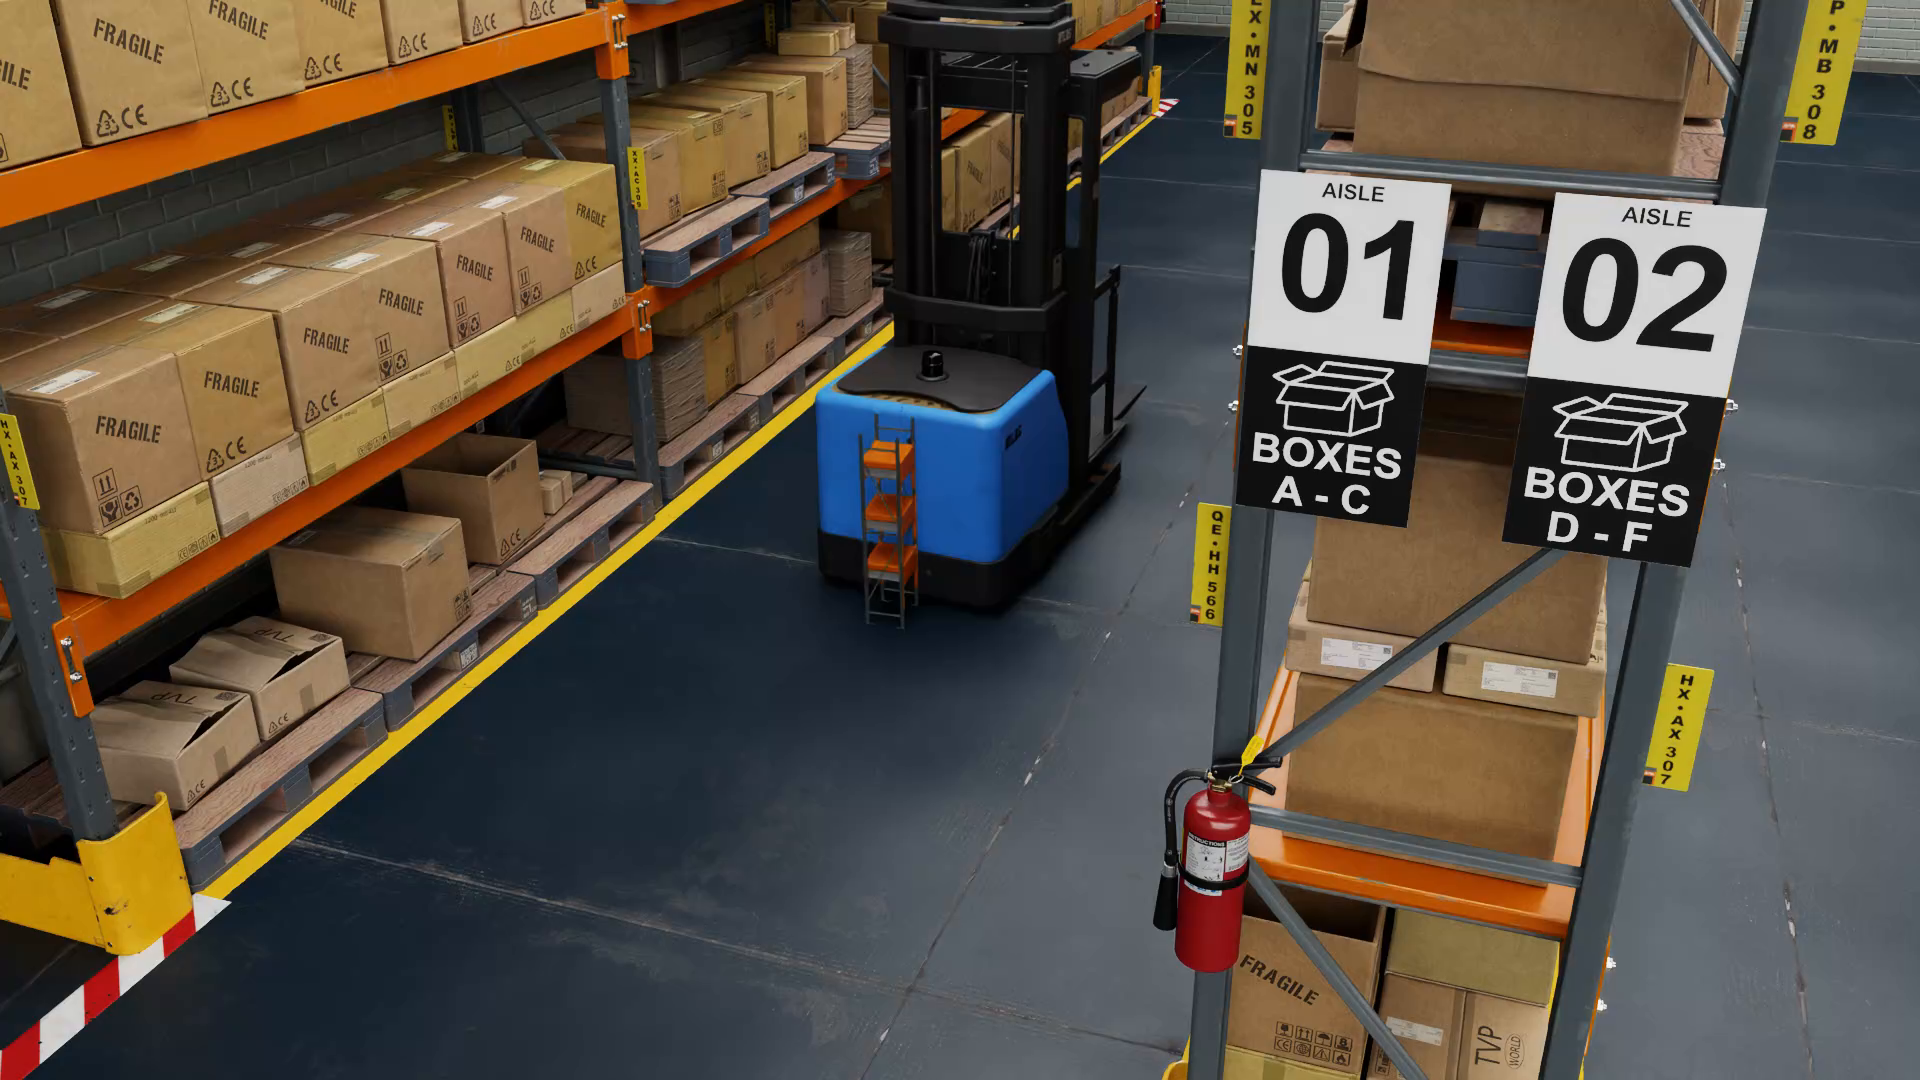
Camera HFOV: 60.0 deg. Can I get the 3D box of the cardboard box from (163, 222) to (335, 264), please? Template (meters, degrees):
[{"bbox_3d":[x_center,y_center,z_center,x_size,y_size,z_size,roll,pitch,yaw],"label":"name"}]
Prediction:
[{"bbox_3d":[-3.074,-1.070,7.307,0.500,0.500,0.500,9,27,18],"label":"cardboard box"}]

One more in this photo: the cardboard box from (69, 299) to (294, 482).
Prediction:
[{"bbox_3d":[-2.926,-0.574,6.283,0.500,0.500,0.500,9,27,18],"label":"cardboard box"}]

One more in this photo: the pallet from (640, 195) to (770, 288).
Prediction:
[{"bbox_3d":[-1.820,-1.791,9.728,1.003,0.211,1.213,9,27,17],"label":"pallet"}]

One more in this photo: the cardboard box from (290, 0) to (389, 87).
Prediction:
[{"bbox_3d":[-2.656,-2.099,6.563,0.500,0.500,0.500,10,28,21],"label":"cardboard box"}]

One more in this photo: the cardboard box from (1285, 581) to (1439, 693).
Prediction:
[{"bbox_3d":[1.078,0.254,4.424,0.380,0.149,0.250,8,27,17],"label":"cardboard box"}]

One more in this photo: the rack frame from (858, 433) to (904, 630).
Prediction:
[{"bbox_3d":[-0.380,-0.029,8.104,0.200,1.050,0.008,7,29,14],"label":"rack frame"}]

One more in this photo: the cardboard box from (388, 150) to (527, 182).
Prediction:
[{"bbox_3d":[-2.565,-1.701,8.610,0.500,0.500,0.500,8,27,16],"label":"cardboard box"}]

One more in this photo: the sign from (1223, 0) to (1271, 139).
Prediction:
[{"bbox_3d":[0.623,-1.022,3.551,0.100,0.325,0.005,9,27,17],"label":"sign"}]

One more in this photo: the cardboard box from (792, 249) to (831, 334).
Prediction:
[{"bbox_3d":[-1.352,-1.803,11.896,0.700,0.500,0.500,9,27,17],"label":"cardboard box"}]

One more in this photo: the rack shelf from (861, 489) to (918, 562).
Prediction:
[{"bbox_3d":[-0.348,-0.075,8.213,0.215,0.259,0.240,7,29,14],"label":"rack shelf"}]

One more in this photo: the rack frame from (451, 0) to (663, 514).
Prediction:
[{"bbox_3d":[-2.211,-1.585,9.081,1.000,3.000,0.127,9,27,17],"label":"rack frame"}]

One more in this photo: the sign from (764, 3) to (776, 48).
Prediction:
[{"bbox_3d":[-1.405,-3.829,12.387,0.100,0.325,0.005,9,27,17],"label":"sign"}]

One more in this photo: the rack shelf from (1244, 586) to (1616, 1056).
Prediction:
[{"bbox_3d":[1.796,0.278,6.060,1.077,0.370,4.000,9,27,17],"label":"rack shelf"}]

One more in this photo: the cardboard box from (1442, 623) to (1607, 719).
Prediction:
[{"bbox_3d":[1.464,0.309,4.311,0.380,0.149,0.250,9,27,17],"label":"cardboard box"}]

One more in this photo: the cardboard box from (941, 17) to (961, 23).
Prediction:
[{"bbox_3d":[-0.308,-4.124,12.986,0.500,0.250,0.500,8,27,17],"label":"cardboard box"}]

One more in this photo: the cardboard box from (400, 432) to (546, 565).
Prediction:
[{"bbox_3d":[-2.519,-0.225,8.637,0.500,0.500,0.500,7,27,14],"label":"cardboard box"}]

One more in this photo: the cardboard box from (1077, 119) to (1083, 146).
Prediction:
[{"bbox_3d":[0.967,-4.435,17.354,0.700,0.500,0.500,8,27,17],"label":"cardboard box"}]

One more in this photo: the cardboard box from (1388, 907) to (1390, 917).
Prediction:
[{"bbox_3d":[1.350,1.148,6.110,0.500,0.250,0.500,9,27,17],"label":"cardboard box"}]

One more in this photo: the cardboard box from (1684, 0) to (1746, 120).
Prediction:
[{"bbox_3d":[1.940,-1.514,4.736,0.500,0.500,0.500,9,27,17],"label":"cardboard box"}]

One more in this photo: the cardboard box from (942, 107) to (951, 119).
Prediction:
[{"bbox_3d":[-0.292,-3.425,13.148,0.380,0.149,0.250,10,27,19],"label":"cardboard box"}]

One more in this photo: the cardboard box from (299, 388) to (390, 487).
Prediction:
[{"bbox_3d":[-2.746,-0.461,6.909,0.500,0.250,0.500,8,27,17],"label":"cardboard box"}]

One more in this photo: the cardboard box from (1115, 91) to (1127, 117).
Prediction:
[{"bbox_3d":[1.477,-5.072,18.671,0.700,0.500,0.500,9,27,17],"label":"cardboard box"}]

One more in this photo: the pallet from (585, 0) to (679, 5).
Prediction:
[{"bbox_3d":[-1.906,-3.089,8.960,1.213,0.211,1.003,9,27,17],"label":"pallet"}]

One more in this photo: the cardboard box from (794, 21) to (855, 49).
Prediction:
[{"bbox_3d":[-0.967,-3.617,11.915,0.380,0.149,0.250,5,26,11],"label":"cardboard box"}]

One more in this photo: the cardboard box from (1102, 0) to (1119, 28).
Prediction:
[{"bbox_3d":[1.128,-5.828,17.500,0.980,0.700,0.700,7,27,15],"label":"cardboard box"}]

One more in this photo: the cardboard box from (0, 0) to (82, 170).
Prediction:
[{"bbox_3d":[-3.195,-1.446,5.215,0.500,0.500,0.500,9,27,19],"label":"cardboard box"}]

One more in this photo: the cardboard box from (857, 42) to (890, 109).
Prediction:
[{"bbox_3d":[-0.477,-3.579,12.721,0.500,0.500,0.500,10,27,19],"label":"cardboard box"}]

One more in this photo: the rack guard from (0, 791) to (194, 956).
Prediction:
[{"bbox_3d":[-3.517,1.153,6.295,1.175,0.500,0.348,9,27,17],"label":"rack guard"}]

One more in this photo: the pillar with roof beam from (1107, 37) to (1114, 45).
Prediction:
[{"bbox_3d":[5.924,-9.827,19.220,9.100,9.000,0.400,9,27,17],"label":"pillar with roof beam"}]

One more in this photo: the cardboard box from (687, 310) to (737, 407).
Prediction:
[{"bbox_3d":[-1.858,-1.182,10.613,0.700,0.500,0.500,8,27,16],"label":"cardboard box"}]

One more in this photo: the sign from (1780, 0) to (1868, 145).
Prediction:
[{"bbox_3d":[1.651,-0.920,3.173,0.100,0.325,0.005,9,27,17],"label":"sign"}]

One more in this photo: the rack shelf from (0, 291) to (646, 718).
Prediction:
[{"bbox_3d":[-2.877,-0.439,7.540,1.077,0.370,4.000,9,27,17],"label":"rack shelf"}]

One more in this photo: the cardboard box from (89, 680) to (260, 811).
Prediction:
[{"bbox_3d":[-3.227,0.800,6.736,0.500,0.311,0.500,6,26,12],"label":"cardboard box"}]

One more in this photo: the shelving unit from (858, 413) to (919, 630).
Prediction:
[{"bbox_3d":[-0.348,-0.084,8.208,0.215,1.050,0.252,7,29,14],"label":"shelving unit"}]

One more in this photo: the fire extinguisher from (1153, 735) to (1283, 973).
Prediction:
[{"bbox_3d":[0.653,0.792,4.261,0.296,0.674,0.183,9,27,17],"label":"fire extinguisher"}]

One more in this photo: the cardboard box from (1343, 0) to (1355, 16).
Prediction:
[{"bbox_3d":[1.450,-1.526,4.978,0.500,0.311,0.500,12,28,23],"label":"cardboard box"}]

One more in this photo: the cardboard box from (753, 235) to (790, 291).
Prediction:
[{"bbox_3d":[-1.486,-1.898,11.232,0.500,0.250,0.500,9,27,17],"label":"cardboard box"}]

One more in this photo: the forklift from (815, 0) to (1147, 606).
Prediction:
[{"bbox_3d":[0.308,-1.601,9.193,1.130,2.935,3.031,11,28,21],"label":"forklift"}]

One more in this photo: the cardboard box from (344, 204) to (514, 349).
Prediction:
[{"bbox_3d":[-2.416,-1.213,7.603,0.500,0.500,0.500,8,27,16],"label":"cardboard box"}]

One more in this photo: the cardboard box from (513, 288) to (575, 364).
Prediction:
[{"bbox_3d":[-2.257,-1.084,8.196,0.500,0.250,0.500,9,27,18],"label":"cardboard box"}]

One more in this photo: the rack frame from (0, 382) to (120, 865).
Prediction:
[{"bbox_3d":[-3.543,0.059,5.686,1.000,3.000,0.127,9,27,17],"label":"rack frame"}]

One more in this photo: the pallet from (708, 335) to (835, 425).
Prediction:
[{"bbox_3d":[-1.549,-1.153,11.389,1.003,0.211,1.213,9,27,17],"label":"pallet"}]

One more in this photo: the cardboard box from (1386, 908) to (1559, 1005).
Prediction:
[{"bbox_3d":[1.683,1.093,5.363,0.500,0.500,0.500,9,27,17],"label":"cardboard box"}]

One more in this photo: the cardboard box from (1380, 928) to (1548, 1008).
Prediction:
[{"bbox_3d":[1.681,1.430,5.527,0.500,0.250,0.500,9,27,17],"label":"cardboard box"}]

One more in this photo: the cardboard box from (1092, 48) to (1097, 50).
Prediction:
[{"bbox_3d":[1.328,-5.442,18.690,0.380,0.149,0.250,9,27,18],"label":"cardboard box"}]

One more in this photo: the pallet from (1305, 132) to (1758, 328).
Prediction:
[{"bbox_3d":[1.390,-0.821,4.164,1.003,0.211,1.213,9,27,17],"label":"pallet"}]

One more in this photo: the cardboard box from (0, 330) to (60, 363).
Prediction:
[{"bbox_3d":[-3.586,-0.445,6.015,0.500,0.500,0.500,8,27,17],"label":"cardboard box"}]

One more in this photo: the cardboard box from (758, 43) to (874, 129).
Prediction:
[{"bbox_3d":[-1.027,-3.277,11.957,0.700,0.500,0.500,6,26,11],"label":"cardboard box"}]

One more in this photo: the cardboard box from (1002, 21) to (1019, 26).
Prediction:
[{"bbox_3d":[0.199,-4.418,14.453,0.500,0.500,0.500,9,27,18],"label":"cardboard box"}]

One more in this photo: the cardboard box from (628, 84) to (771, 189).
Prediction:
[{"bbox_3d":[-1.628,-2.536,10.426,0.700,0.500,0.500,13,29,24],"label":"cardboard box"}]

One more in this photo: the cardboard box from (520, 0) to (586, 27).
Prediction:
[{"bbox_3d":[-2.147,-2.744,7.897,0.500,0.500,0.500,10,27,19],"label":"cardboard box"}]

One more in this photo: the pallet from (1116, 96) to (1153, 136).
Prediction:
[{"bbox_3d":[1.590,-4.921,19.172,1.003,0.211,1.213,9,27,17],"label":"pallet"}]

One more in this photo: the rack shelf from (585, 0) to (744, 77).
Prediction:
[{"bbox_3d":[-1.546,-3.433,10.282,1.077,0.370,4.000,9,27,17],"label":"rack shelf"}]

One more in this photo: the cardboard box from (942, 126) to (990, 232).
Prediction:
[{"bbox_3d":[-0.214,-3.092,14.180,0.750,0.750,0.750,9,27,17],"label":"cardboard box"}]

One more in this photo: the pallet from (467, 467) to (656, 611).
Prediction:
[{"bbox_3d":[-2.402,-0.049,9.108,1.003,0.211,1.213,9,27,17],"label":"pallet"}]
